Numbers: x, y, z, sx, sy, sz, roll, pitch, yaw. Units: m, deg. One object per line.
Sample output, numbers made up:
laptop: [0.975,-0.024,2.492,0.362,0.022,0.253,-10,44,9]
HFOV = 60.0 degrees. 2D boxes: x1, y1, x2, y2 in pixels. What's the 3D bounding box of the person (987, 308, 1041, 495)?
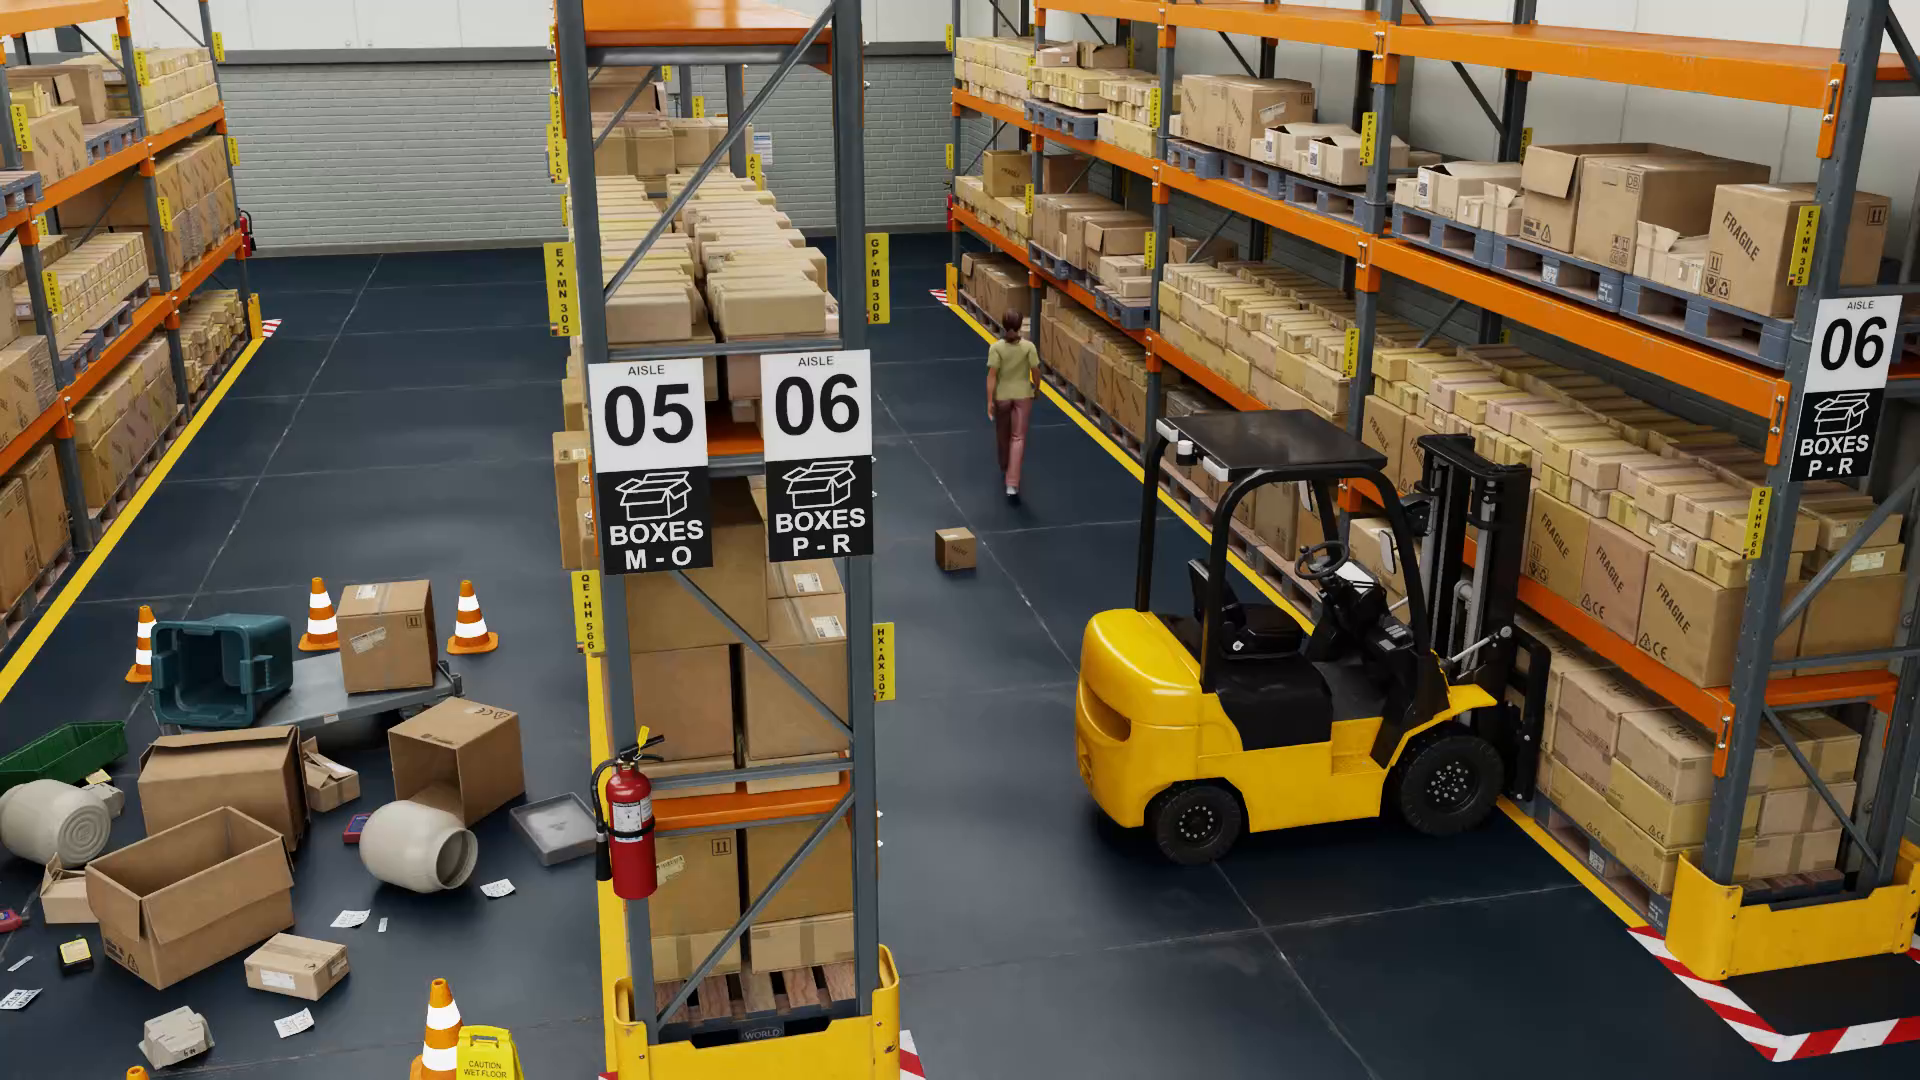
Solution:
person: [0.479,-1.259,14.596,0.457,1.615,1.027,2,20,6]
